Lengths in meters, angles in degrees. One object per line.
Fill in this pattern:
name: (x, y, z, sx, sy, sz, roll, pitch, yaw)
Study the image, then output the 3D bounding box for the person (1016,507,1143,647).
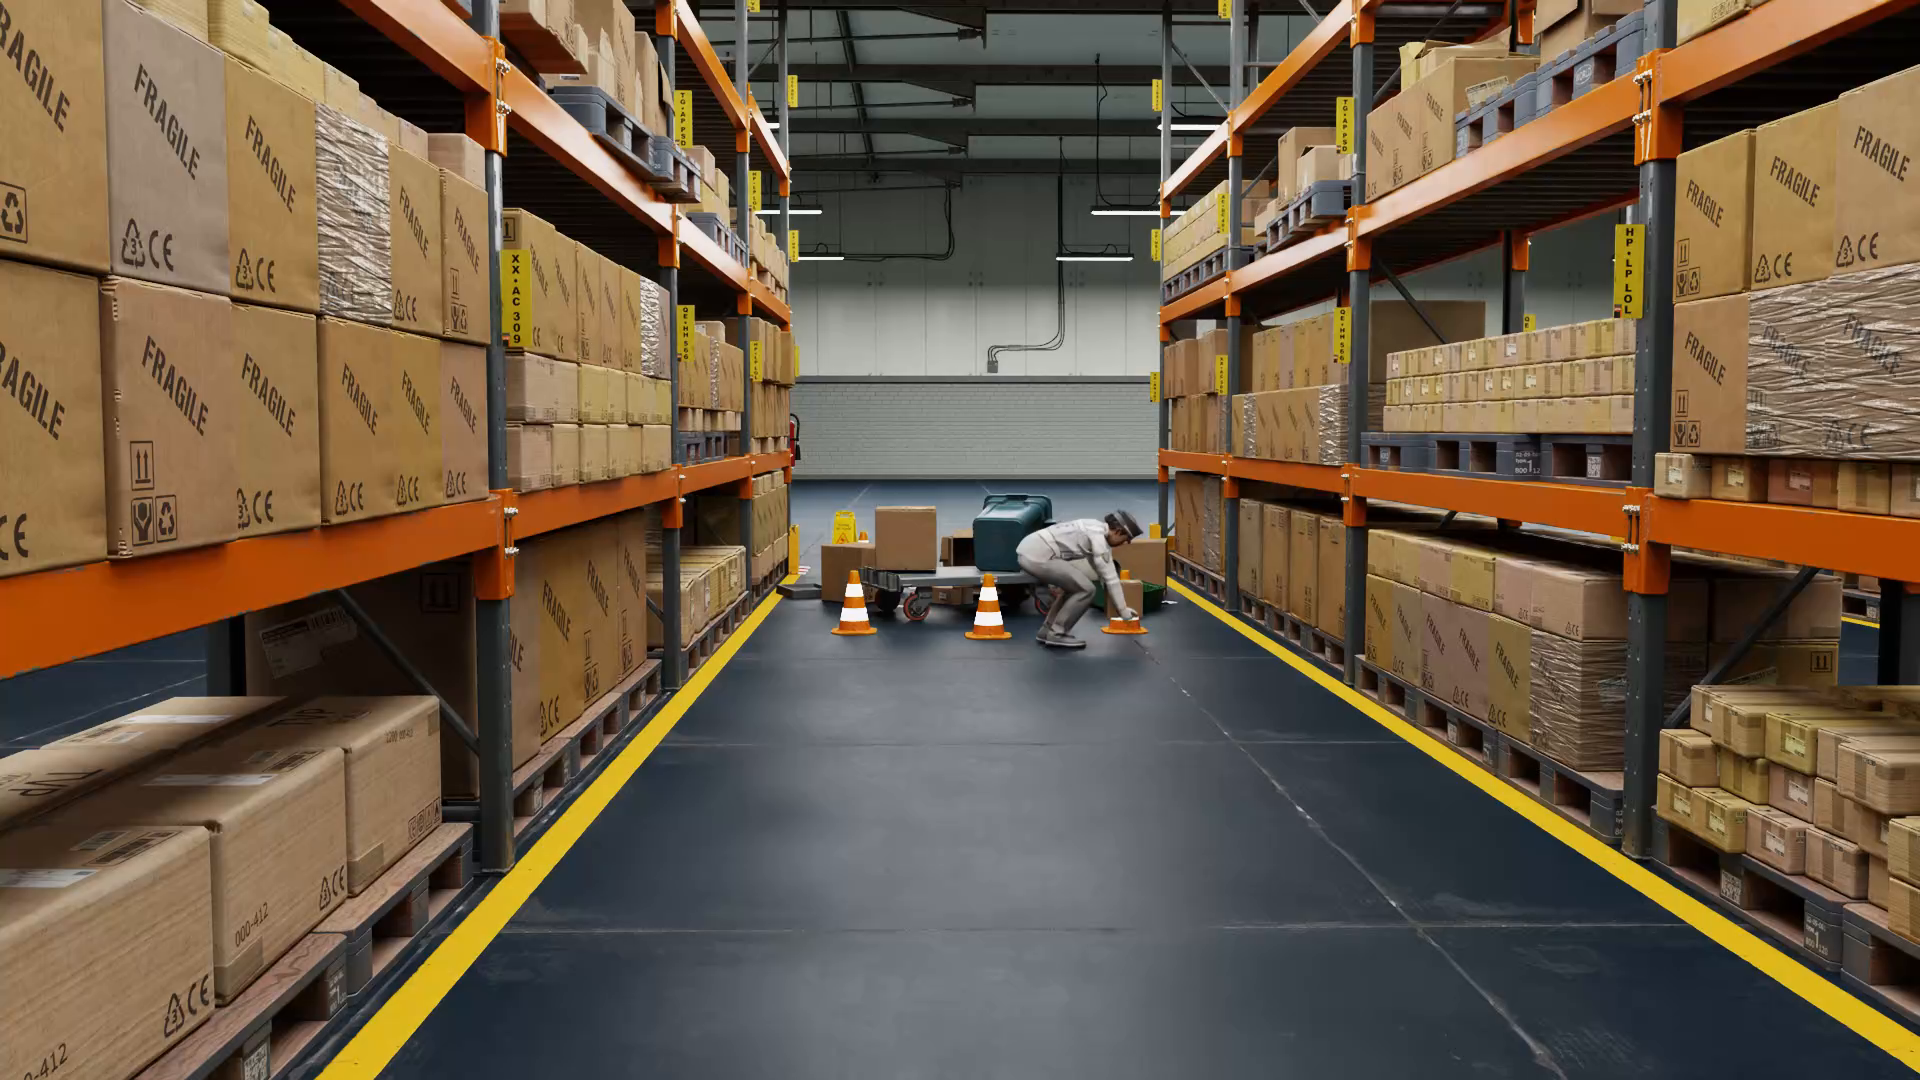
person: (0.849, 0.259, 11.774, 0.908, 0.981, 0.462, 0, 4, -4)
